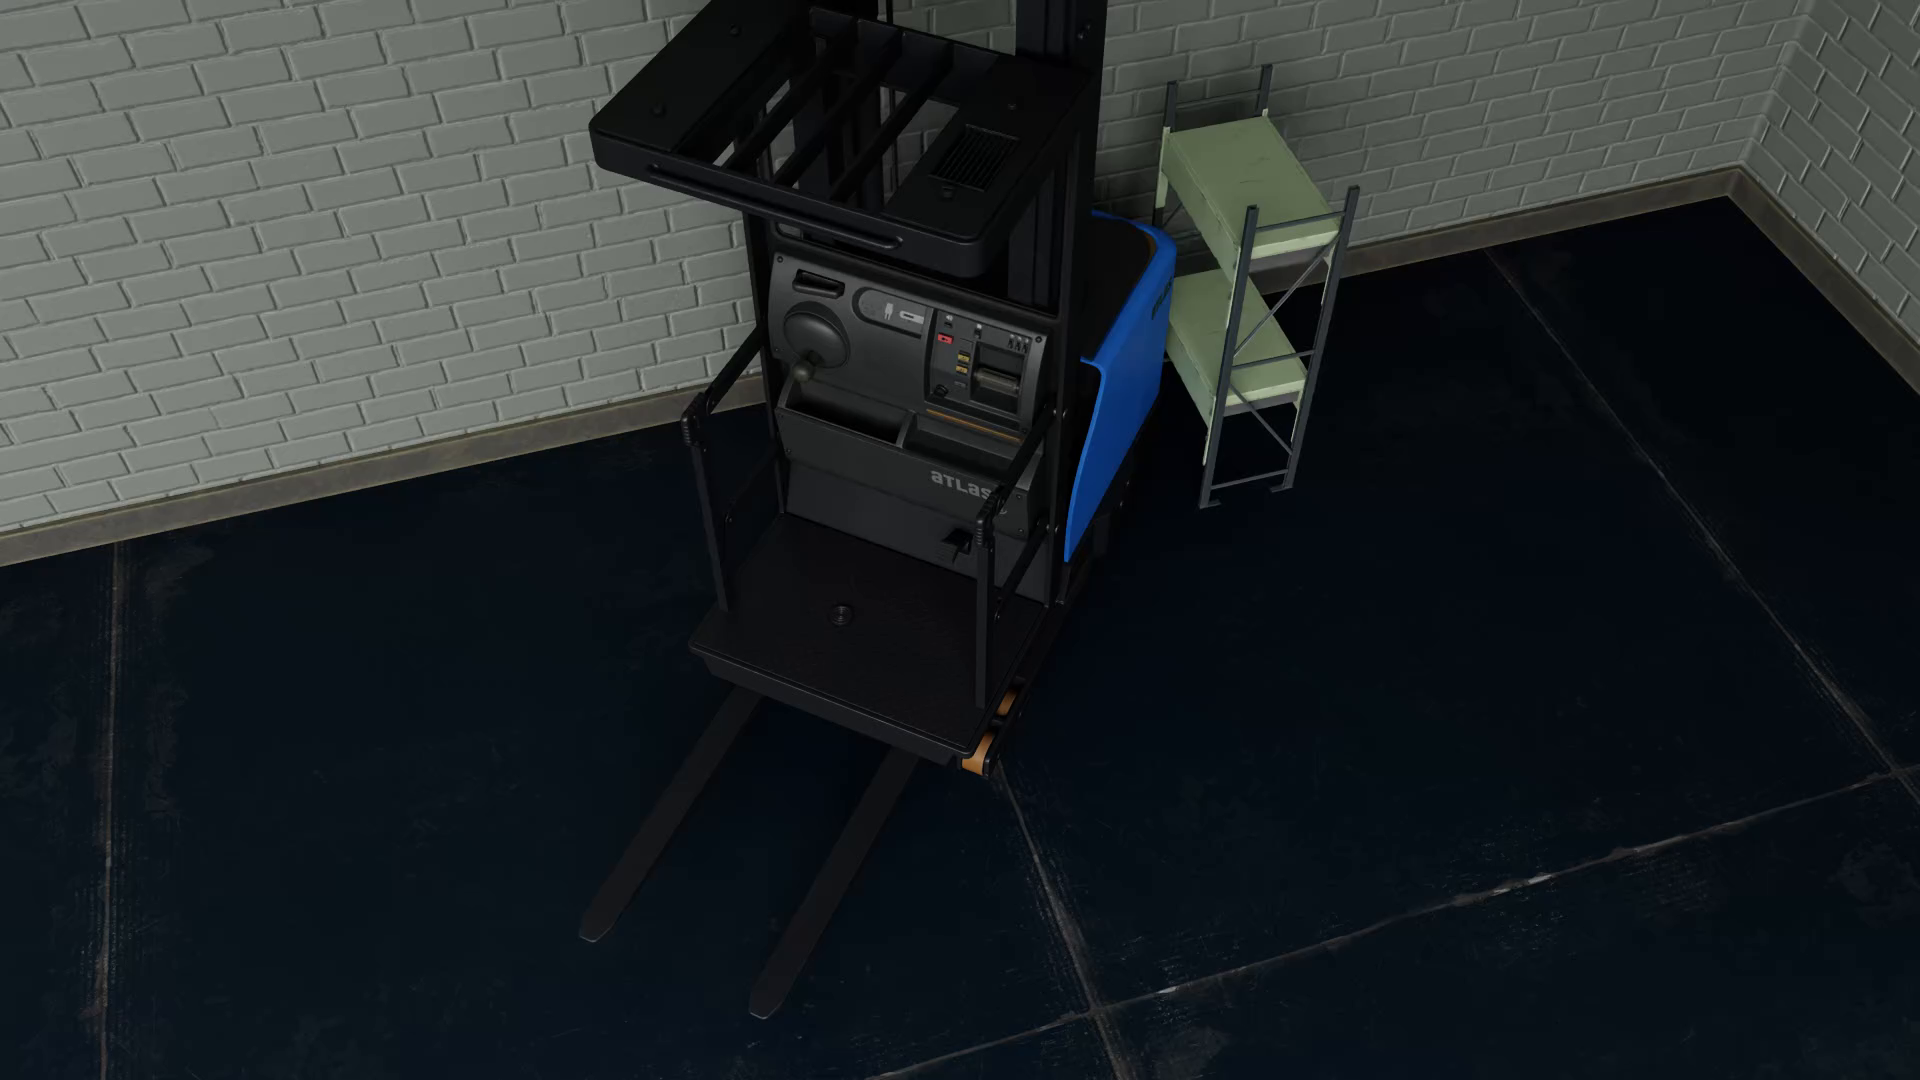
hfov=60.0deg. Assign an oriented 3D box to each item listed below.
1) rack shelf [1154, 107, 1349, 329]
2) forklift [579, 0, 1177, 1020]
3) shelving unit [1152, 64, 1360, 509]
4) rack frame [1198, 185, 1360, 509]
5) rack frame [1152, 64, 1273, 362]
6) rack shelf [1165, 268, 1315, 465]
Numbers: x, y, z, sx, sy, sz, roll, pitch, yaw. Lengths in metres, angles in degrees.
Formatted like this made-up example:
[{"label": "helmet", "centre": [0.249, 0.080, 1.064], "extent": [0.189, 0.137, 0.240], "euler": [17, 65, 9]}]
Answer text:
[{"label": "rack shelf", "centre": [1.043, -1.178, 6.042], "extent": [0.431, 0.370, 0.720], "euler": [-13, 51, -11]}, {"label": "forklift", "centre": [-0.261, -0.509, 5.052], "extent": [1.130, 2.935, 3.031], "euler": [19, 53, 16]}, {"label": "shelving unit", "centre": [1.043, -0.927, 6.340], "extent": [0.431, 1.500, 0.755], "euler": [-13, 51, -11]}, {"label": "rack frame", "centre": [1.147, -0.659, 6.114], "extent": [0.400, 1.500, 0.023], "euler": [-13, 51, -11]}, {"label": "rack frame", "centre": [0.939, -1.195, 6.566], "extent": [0.400, 1.500, 0.023], "euler": [-13, 51, -11]}, {"label": "rack shelf", "centre": [1.043, -0.717, 6.589], "extent": [0.431, 0.370, 0.720], "euler": [-13, 51, -11]}]
